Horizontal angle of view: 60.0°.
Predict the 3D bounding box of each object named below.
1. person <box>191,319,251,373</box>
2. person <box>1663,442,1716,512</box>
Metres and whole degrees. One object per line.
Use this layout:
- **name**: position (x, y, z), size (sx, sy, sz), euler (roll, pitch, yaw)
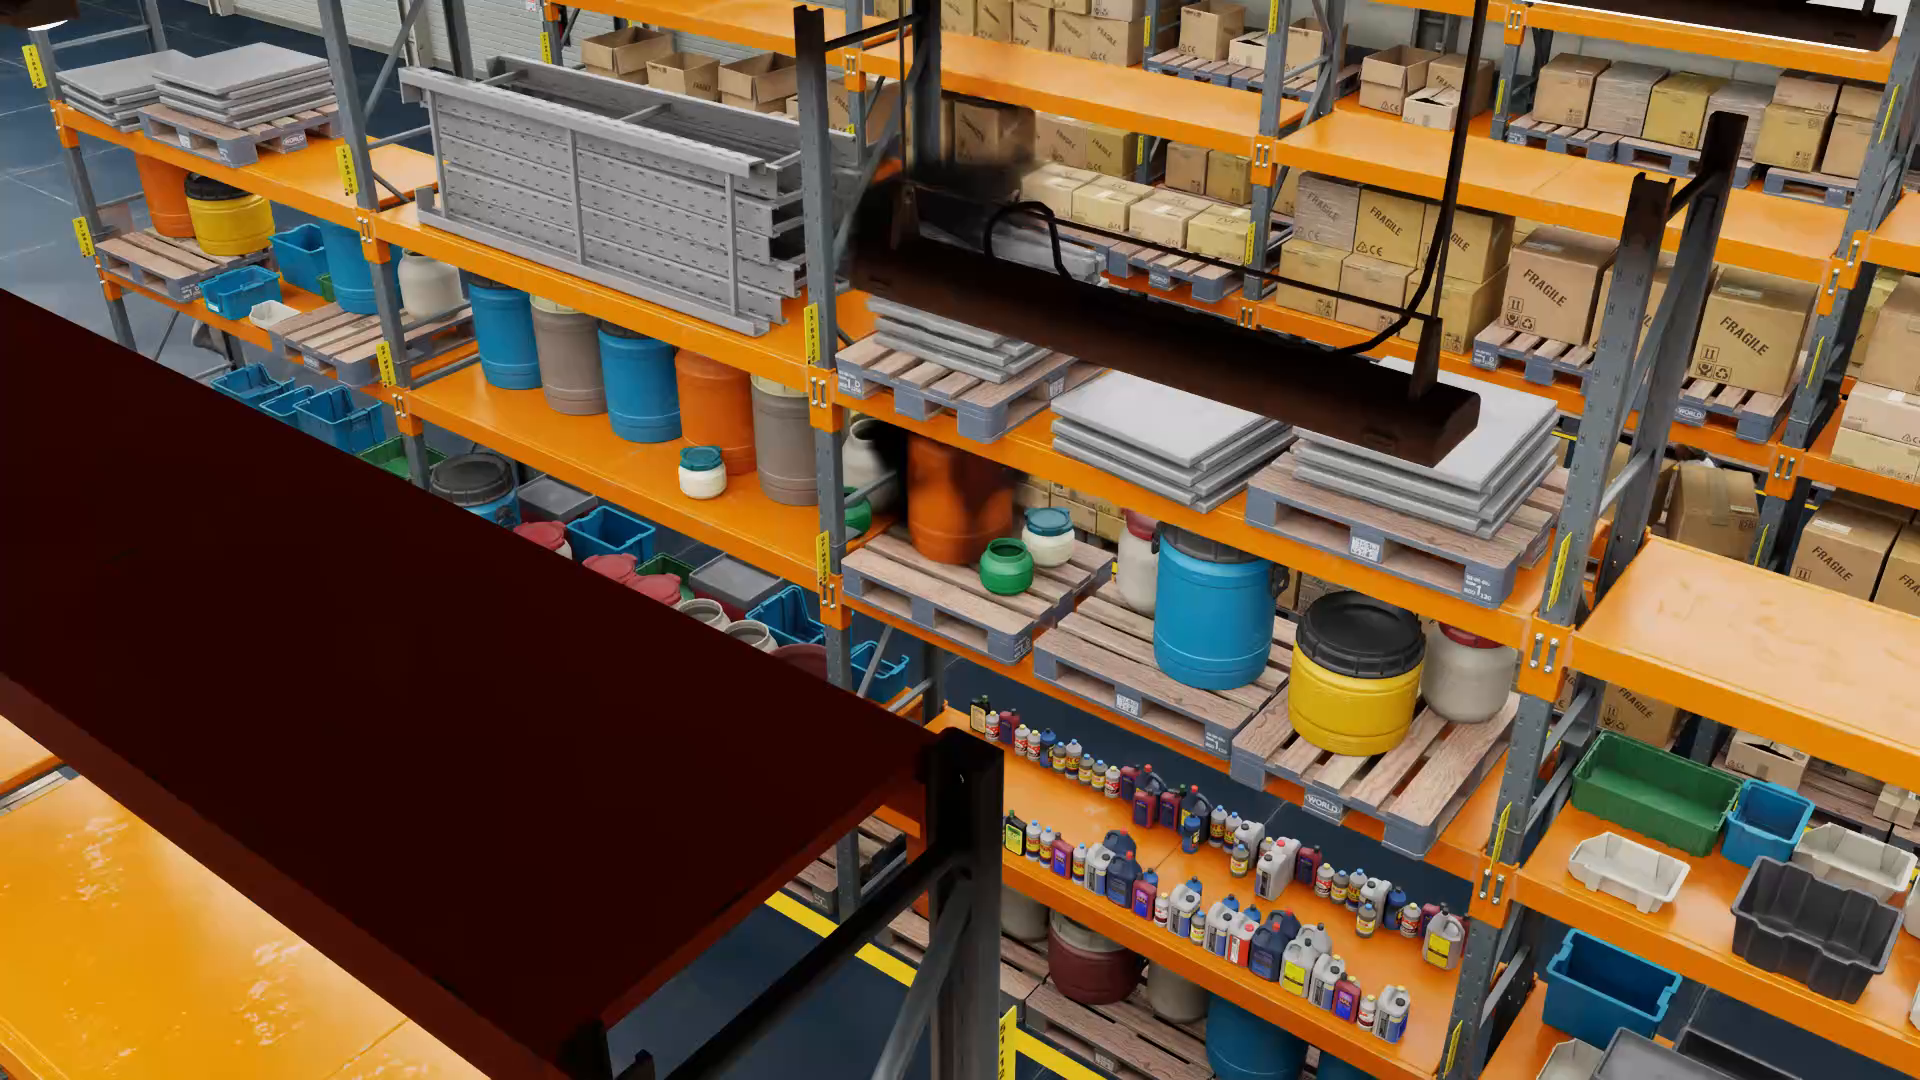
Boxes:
- **person**: position (-7.979, -2.393, 17.676), size (0.591, 1.561, 0.525), euler (-18, 36, -27)
- **person**: position (6.059, -0.125, 13.897), size (0.915, 1.689, 0.600), euler (25, 39, 34)
